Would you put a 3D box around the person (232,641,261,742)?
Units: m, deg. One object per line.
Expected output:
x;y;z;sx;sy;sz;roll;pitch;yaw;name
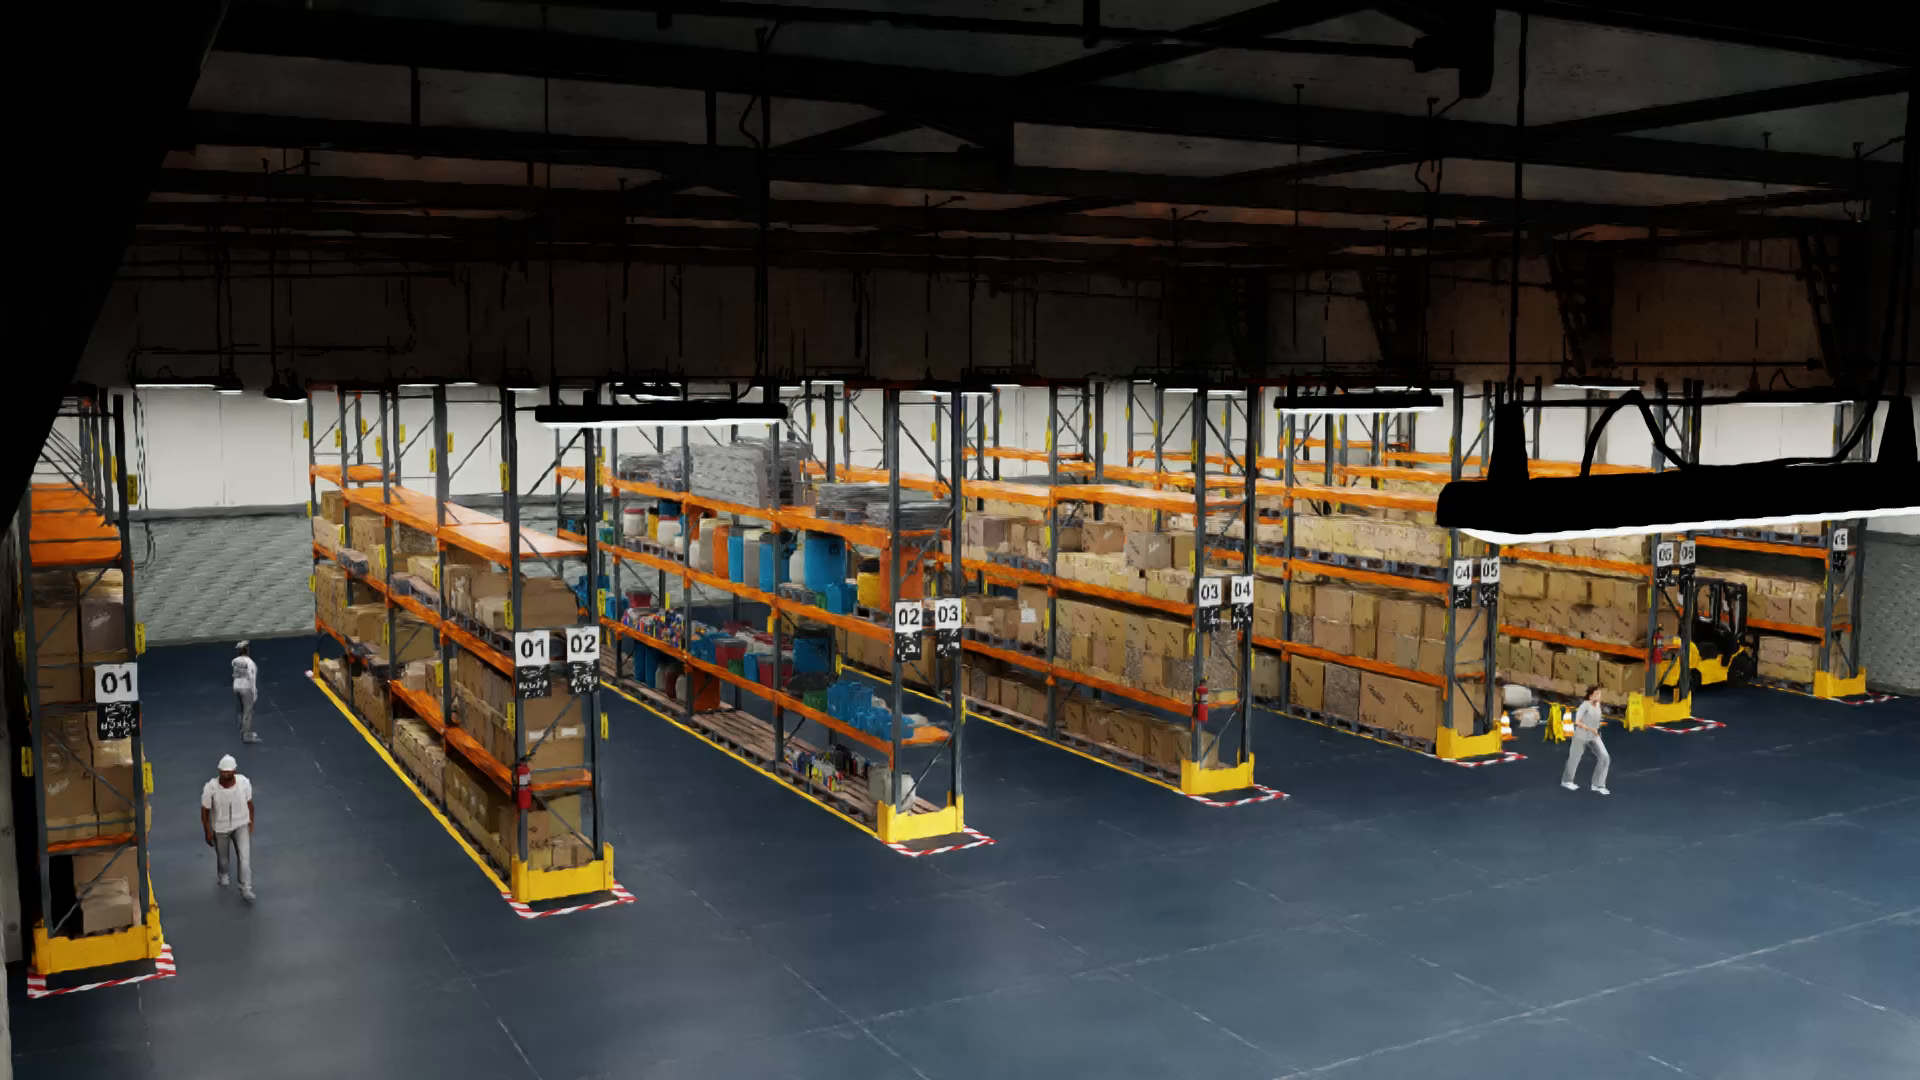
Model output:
-11.944;2.526;27.863;0.537;1.677;0.416;4;7;30;person

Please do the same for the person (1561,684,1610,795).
9.287;2.918;24.600;0.595;1.606;0.796;-3;7;-24;person

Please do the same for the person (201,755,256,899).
-8.686;3.382;19.752;0.577;1.691;1.121;-3;7;-27;person
